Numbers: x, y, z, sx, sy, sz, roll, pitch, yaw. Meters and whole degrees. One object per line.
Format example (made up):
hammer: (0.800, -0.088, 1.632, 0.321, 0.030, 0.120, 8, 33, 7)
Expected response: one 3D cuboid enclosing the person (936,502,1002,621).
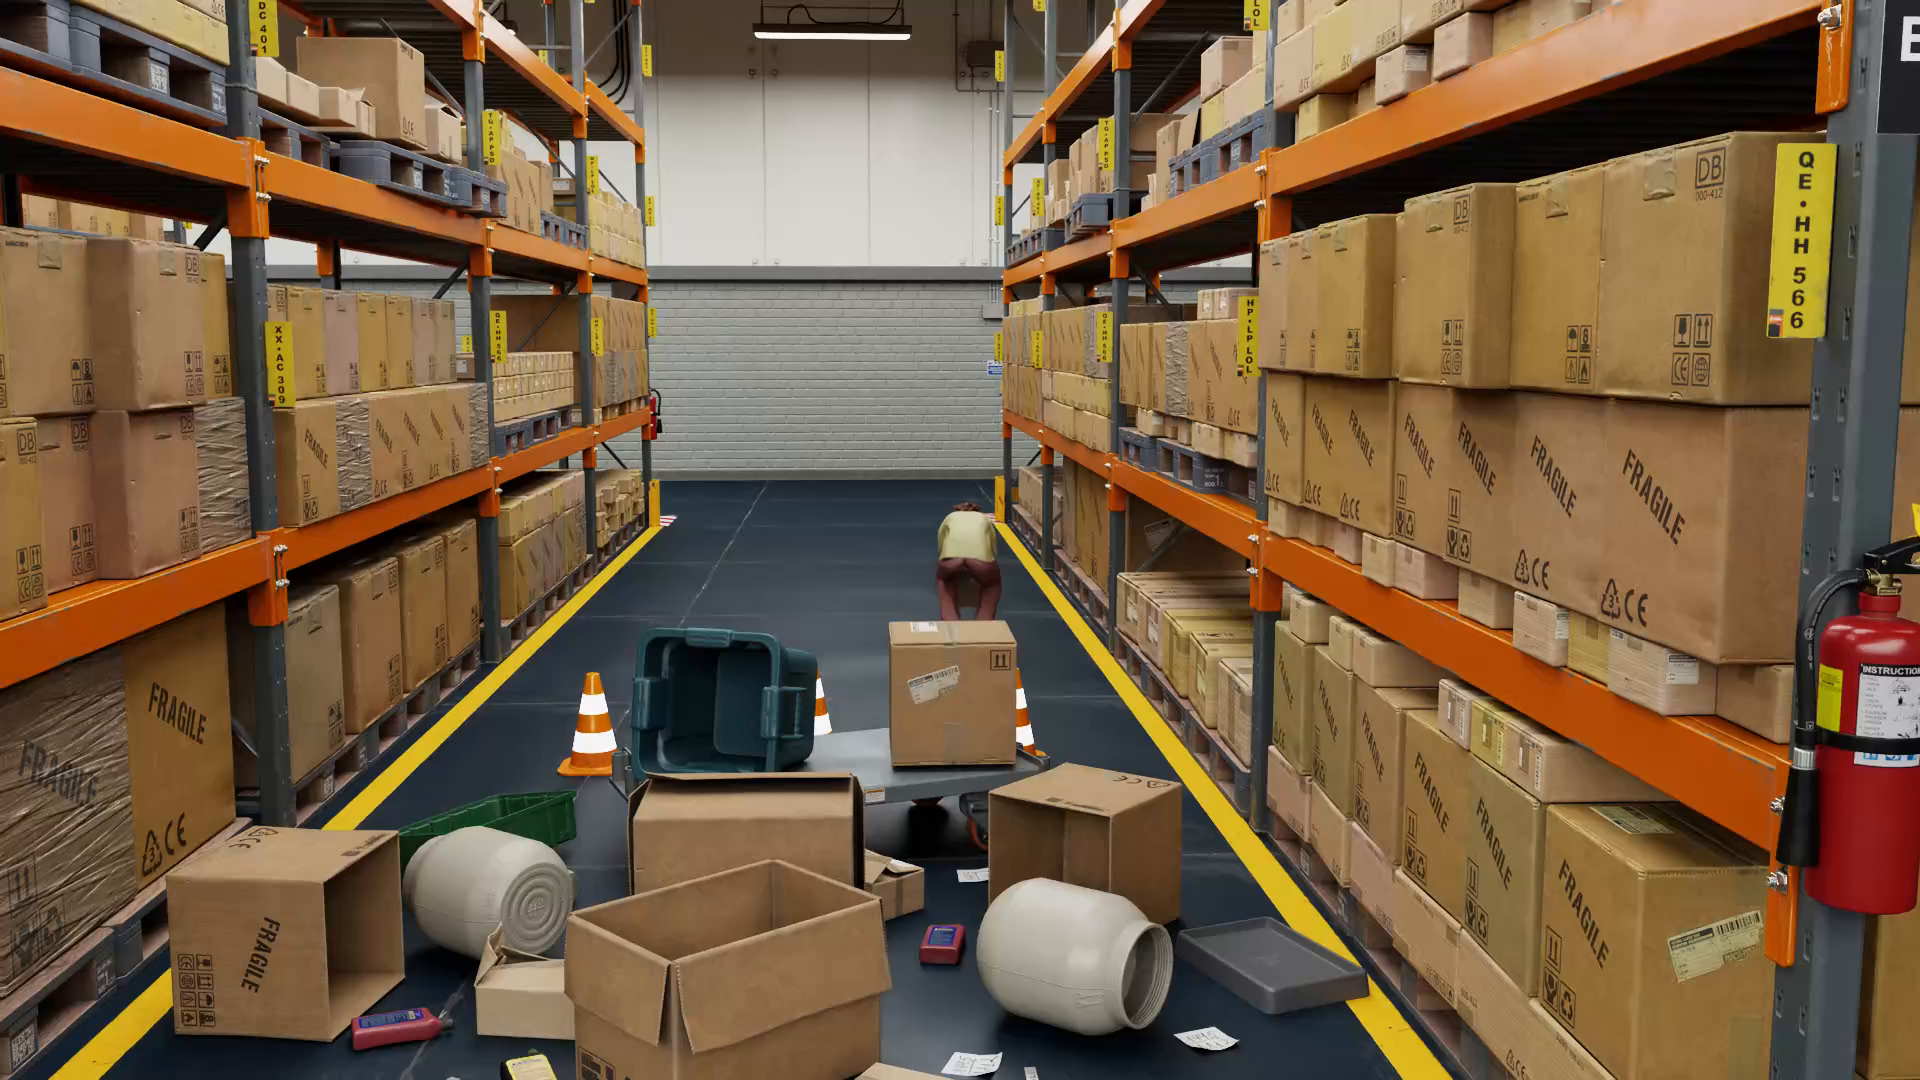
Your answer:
person: (0.059, 0.250, 11.465, 0.462, 0.890, 0.854, 0, 7, 4)
